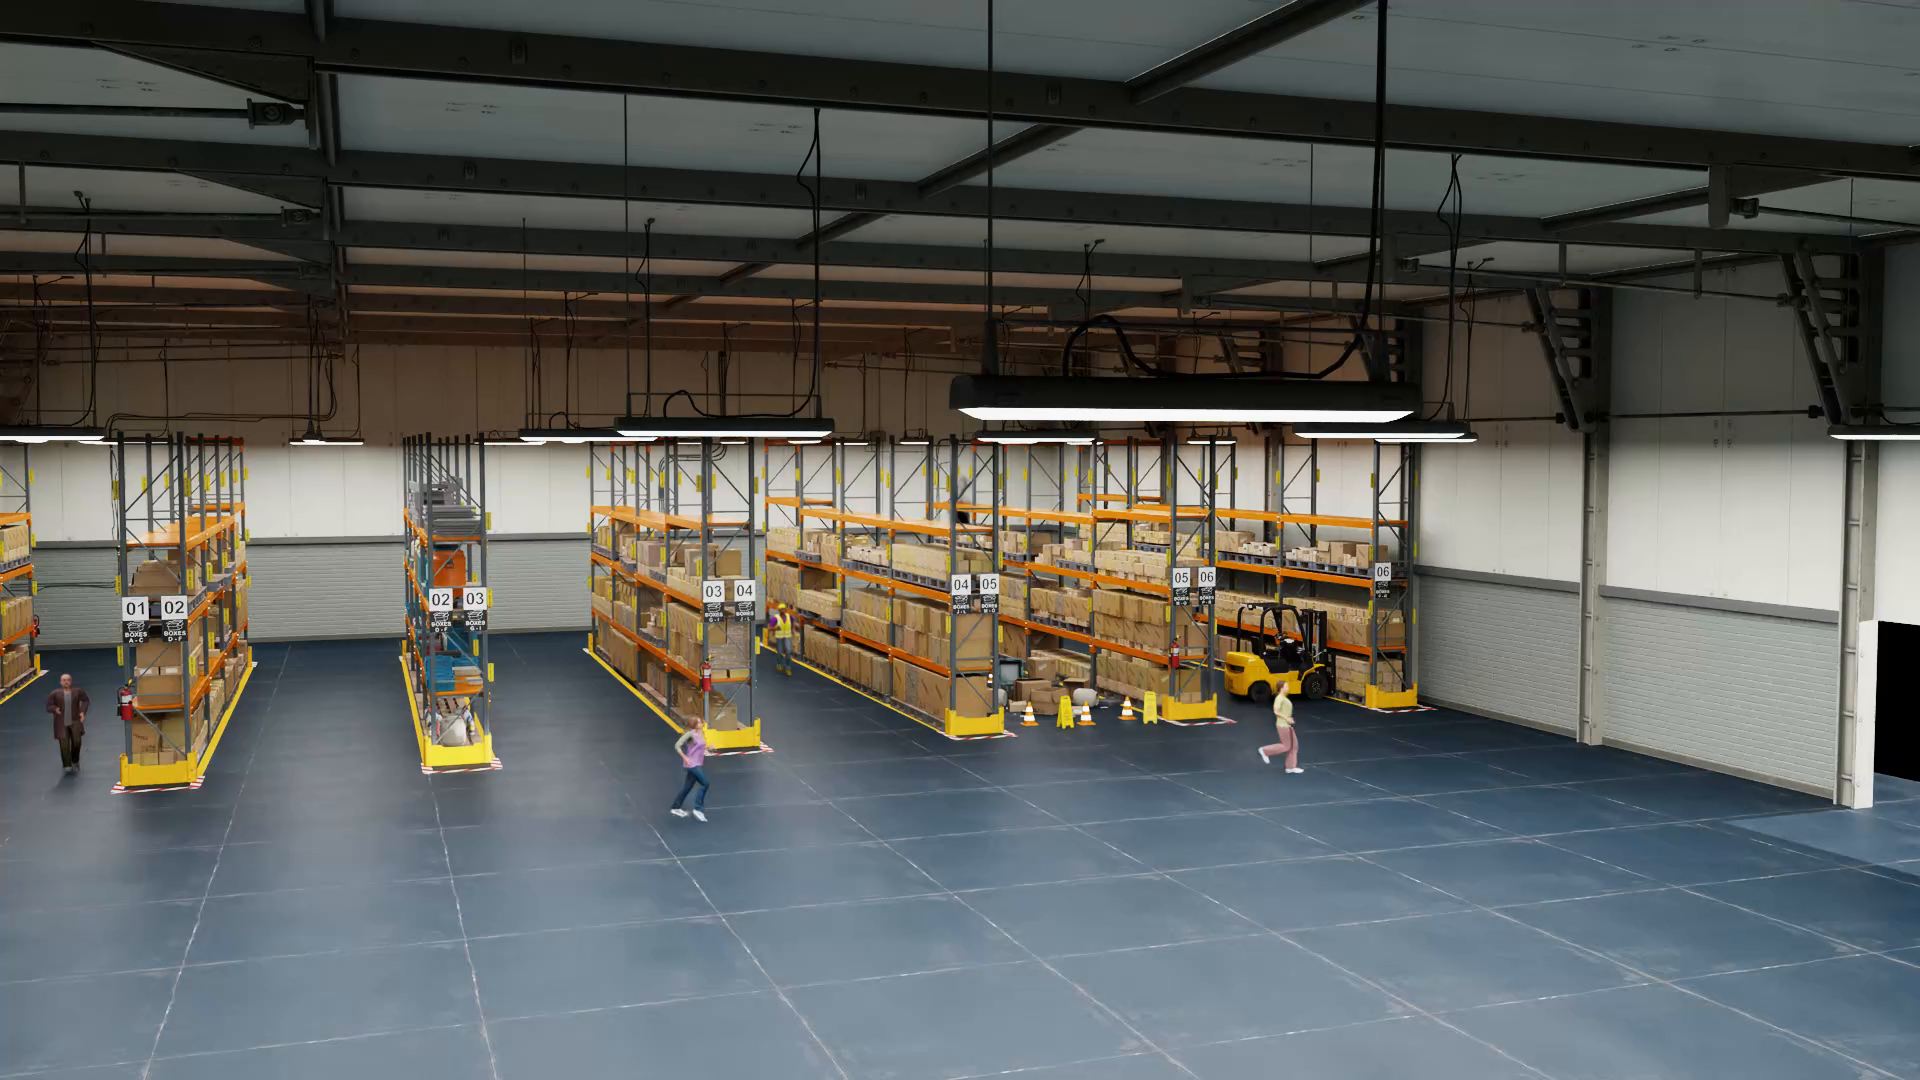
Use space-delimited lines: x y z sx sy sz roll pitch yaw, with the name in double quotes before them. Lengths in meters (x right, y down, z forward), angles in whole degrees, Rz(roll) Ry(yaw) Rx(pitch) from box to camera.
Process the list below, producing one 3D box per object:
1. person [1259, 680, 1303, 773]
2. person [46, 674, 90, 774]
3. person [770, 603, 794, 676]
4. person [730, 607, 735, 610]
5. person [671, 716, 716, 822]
"person" 5.682 3.280 29.314 0.763 1.637 0.579 1 3 20
"person" -15.592 3.232 29.090 0.694 1.765 0.675 -2 4 -30
"person" -4.489 2.514 42.068 0.676 1.831 0.787 -1 3 -18
"person" -6.601 2.279 47.098 0.761 1.775 0.813 0 3 -8
"person" -4.105 3.515 25.600 0.707 1.646 0.507 0 3 5
